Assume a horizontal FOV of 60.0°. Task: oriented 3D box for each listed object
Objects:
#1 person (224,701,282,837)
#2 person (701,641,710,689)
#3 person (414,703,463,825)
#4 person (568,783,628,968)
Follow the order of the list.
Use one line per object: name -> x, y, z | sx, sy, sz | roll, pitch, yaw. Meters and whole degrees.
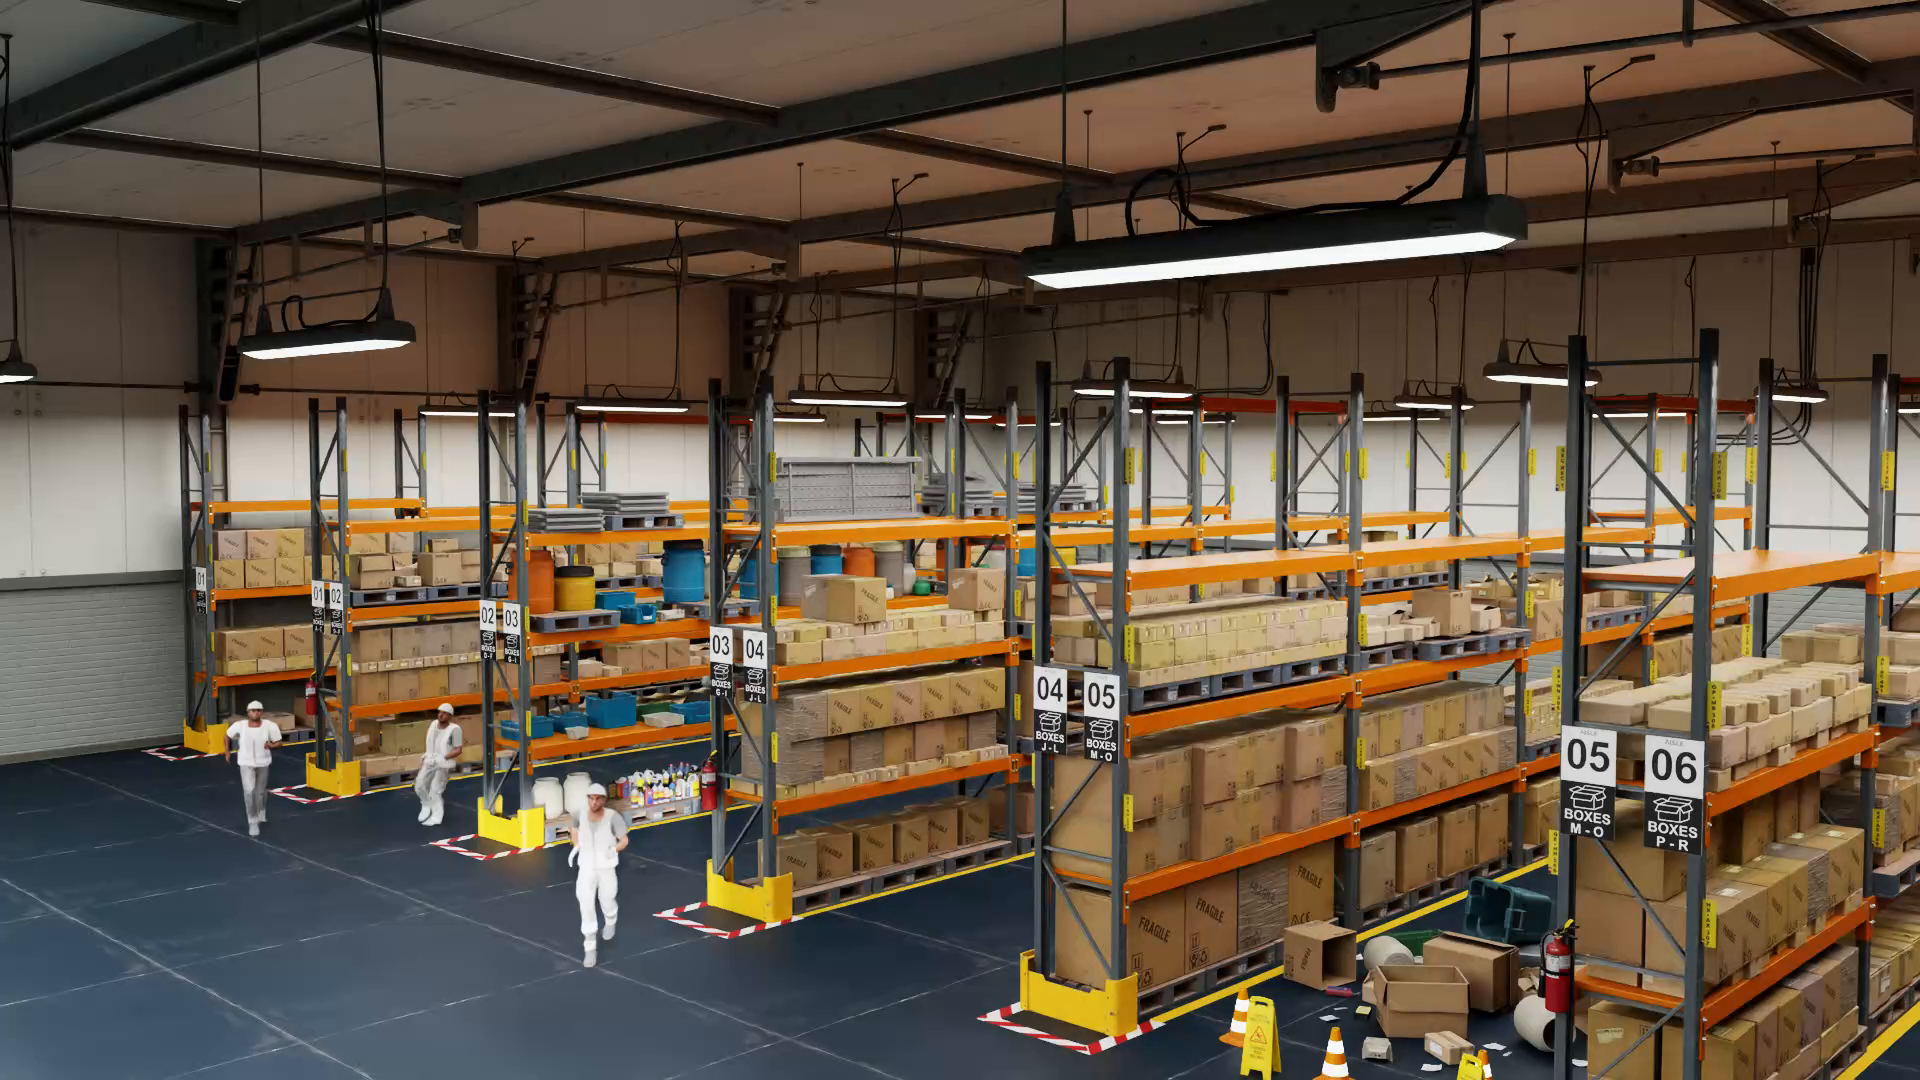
person -> -9.642, 3.087, 22.709 | 0.710, 1.814, 0.866 | -2, 3, -28
person -> -4.902, 2.527, 33.411 | 0.710, 1.757, 0.563 | 3, 4, 44
person -> -7.175, 3.094, 22.833 | 0.720, 1.711, 0.617 | 1, 3, 17
person -> -3.713, 3.366, 17.095 | 0.613, 1.792, 0.997 | 0, 3, -5
